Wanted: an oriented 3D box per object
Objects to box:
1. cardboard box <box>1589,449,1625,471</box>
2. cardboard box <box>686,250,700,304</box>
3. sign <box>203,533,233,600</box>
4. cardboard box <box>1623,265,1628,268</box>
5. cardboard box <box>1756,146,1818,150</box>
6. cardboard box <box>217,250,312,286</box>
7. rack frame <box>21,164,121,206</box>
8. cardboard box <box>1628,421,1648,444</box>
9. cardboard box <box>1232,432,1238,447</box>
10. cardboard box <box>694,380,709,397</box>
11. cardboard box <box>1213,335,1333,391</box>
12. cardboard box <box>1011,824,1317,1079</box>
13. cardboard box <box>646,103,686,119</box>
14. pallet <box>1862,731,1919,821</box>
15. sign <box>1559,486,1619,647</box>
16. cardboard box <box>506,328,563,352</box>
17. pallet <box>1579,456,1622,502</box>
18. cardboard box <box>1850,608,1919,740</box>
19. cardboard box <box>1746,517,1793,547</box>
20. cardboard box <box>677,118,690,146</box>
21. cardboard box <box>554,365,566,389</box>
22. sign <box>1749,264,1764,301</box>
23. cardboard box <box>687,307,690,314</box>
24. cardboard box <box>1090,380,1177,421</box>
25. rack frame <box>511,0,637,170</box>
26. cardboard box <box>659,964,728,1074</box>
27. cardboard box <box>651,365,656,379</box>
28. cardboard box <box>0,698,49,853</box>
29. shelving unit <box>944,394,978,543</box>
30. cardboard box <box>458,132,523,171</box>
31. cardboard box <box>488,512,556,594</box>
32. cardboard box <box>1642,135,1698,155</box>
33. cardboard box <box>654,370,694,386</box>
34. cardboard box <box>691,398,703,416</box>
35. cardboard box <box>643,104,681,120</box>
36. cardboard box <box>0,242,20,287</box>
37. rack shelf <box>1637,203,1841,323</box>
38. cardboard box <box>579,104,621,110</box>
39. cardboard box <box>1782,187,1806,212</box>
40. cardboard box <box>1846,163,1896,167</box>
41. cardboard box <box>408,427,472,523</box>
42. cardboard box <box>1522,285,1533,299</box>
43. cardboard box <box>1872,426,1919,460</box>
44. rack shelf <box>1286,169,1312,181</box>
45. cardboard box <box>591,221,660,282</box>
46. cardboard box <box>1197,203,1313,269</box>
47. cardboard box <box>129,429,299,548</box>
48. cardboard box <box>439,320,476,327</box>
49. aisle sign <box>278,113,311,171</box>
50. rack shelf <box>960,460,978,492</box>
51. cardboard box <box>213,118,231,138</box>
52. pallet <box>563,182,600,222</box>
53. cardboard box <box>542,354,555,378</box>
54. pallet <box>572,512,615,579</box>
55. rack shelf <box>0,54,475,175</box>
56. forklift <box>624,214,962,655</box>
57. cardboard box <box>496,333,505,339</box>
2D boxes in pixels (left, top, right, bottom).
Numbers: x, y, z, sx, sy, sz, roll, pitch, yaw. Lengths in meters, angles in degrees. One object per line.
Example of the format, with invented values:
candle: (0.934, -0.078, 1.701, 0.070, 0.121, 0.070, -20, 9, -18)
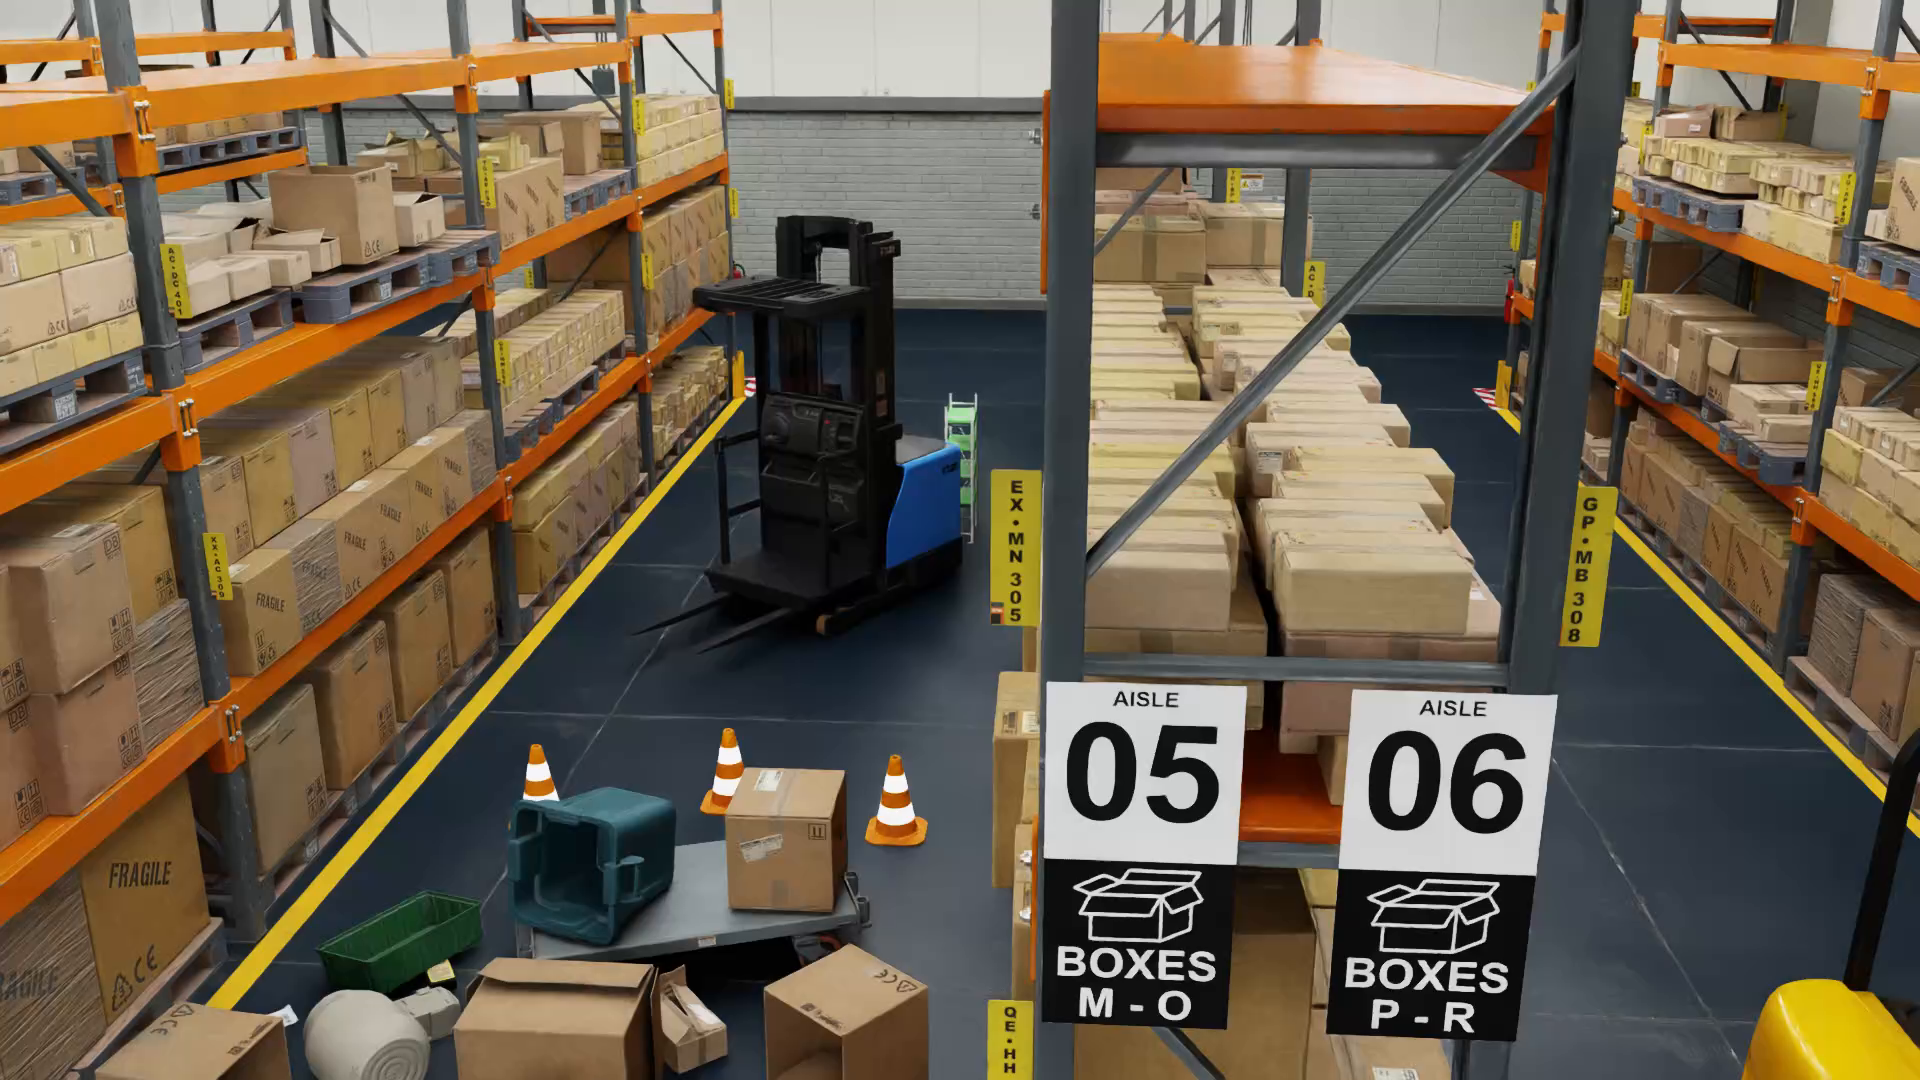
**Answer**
cardboard box: (6.222, -0.759, 15.827, 0.380, 0.149, 0.250, 1, 18, 2)
cardboard box: (-3.025, -2.737, 17.322, 0.500, 0.500, 0.500, 2, 18, 7)
sign: (-3.441, 0.124, 7.711, 0.100, 0.325, 0.005, 1, 18, 4)
cardboard box: (6.993, -2.899, 18.215, 0.500, 0.250, 0.500, 2, 18, 6)
cardboard box: (6.492, -3.014, 13.077, 0.380, 0.149, 0.250, 1, 18, 2)
cardboard box: (-3.635, -1.422, 8.696, 0.380, 0.149, 0.250, 1, 18, 4)
rack frame: (-8.361, -2.066, 15.911, 1.000, 3.000, 0.127, 1, 18, 4)
cardboard box: (6.184, -0.949, 14.802, 0.380, 0.149, 0.250, 2, 18, 7)
cardboard box: (1.080, -0.239, 5.282, 0.500, 0.250, 0.500, 2, 18, 5)
cardboard box: (-2.947, -1.659, 18.096, 0.380, 0.149, 0.250, 2, 18, 5)
cardboard box: (1.086, -0.618, 5.797, 0.380, 0.149, 0.250, 1, 18, 3)
cardboard box: (0.482, 1.055, 4.143, 0.700, 0.500, 0.500, 1, 18, 3)
cardboard box: (-2.997, -4.360, 16.892, 0.380, 0.149, 0.250, 1, 18, 2)
pallet: (6.000, 1.465, 9.613, 1.003, 0.211, 1.213, 1, 18, 4)
sign: (1.205, 0.054, 3.221, 0.100, 0.325, 0.005, 1, 18, 4)
cardboard box: (-3.389, -1.592, 13.237, 0.380, 0.149, 0.250, 2, 18, 6)
pallet: (6.525, -0.623, 15.986, 1.003, 0.211, 1.213, 1, 18, 4)
cardboard box: (6.091, 0.833, 10.204, 0.875, 0.625, 0.625, 2, 18, 6)
cardboard box: (5.959, -0.057, 12.078, 0.380, 0.149, 0.250, 0, 18, 1)
cardboard box: (-3.036, -4.135, 16.845, 0.500, 0.250, 0.500, 0, 18, 2)
cardboard box: (-3.381, -1.308, 13.326, 0.380, 0.149, 0.250, 2, 18, 5)
sign: (7.029, -2.274, 14.686, 0.100, 0.325, 0.005, 1, 18, 4)
cardboard box: (-3.059, -2.458, 17.511, 0.380, 0.149, 0.250, 2, 18, 5)
cardboard box: (0.469, -0.391, 5.106, 0.380, 0.149, 0.250, 2, 18, 5)
rack frame: (-3.421, -4.775, 14.543, 1.000, 3.000, 0.127, 1, 18, 4)
cardboard box: (-1.249, 2.144, 7.452, 0.258, 0.266, 0.396, -13, 22, -34)
cardboard box: (-3.521, -1.810, 18.078, 0.380, 0.149, 0.250, 2, 18, 6)
cardboard box: (-4.182, 0.941, 6.494, 0.875, 0.550, 0.550, 1, 18, 4)
shelving unit: (0.012, -0.622, 14.393, 0.258, 1.200, 0.503, 1, 18, 4)
cardboard box: (-3.367, -2.798, 11.937, 0.396, 0.266, 0.258, 1, 18, 4)
cardboard box: (-3.403, 0.093, 12.662, 0.500, 0.500, 0.500, 1, 18, 2)
cardboard box: (6.016, -3.347, 14.092, 0.380, 0.149, 0.250, 2, 18, 6)
cardboard box: (-3.062, -1.720, 17.805, 0.380, 0.149, 0.250, 1, 18, 2)
cardboard box: (-2.986, -1.438, 17.900, 0.380, 0.149, 0.250, 2, 18, 5)
cardboard box: (-3.011, -4.279, 16.644, 0.380, 0.149, 0.250, 1, 18, 2)
cardboard box: (-3.758, -1.016, 6.178, 0.380, 0.149, 0.250, 2, 18, 5)
rack shelf: (6.331, -2.197, 12.650, 1.077, 0.370, 4.000, 1, 18, 4)
cardboard box: (-3.607, -4.290, 16.677, 0.380, 0.149, 0.250, 1, 18, 3)
cardboard box: (6.030, -2.391, 11.686, 0.380, 0.149, 0.250, 1, 18, 4)
cardboard box: (6.554, -2.603, 11.855, 0.380, 0.149, 0.250, 1, 18, 4)
cardboard box: (-3.509, -0.428, 10.752, 0.500, 0.500, 0.500, 1, 18, 4)
cardboard box: (6.464, -2.762, 18.438, 0.380, 0.149, 0.250, 1, 18, 3)
cardboard box: (5.861, -0.593, 10.212, 0.380, 0.149, 0.250, 2, 18, 5)
rack shelf: (1.093, -2.300, 8.789, 1.077, 0.370, 4.000, 1, 18, 4)
cardboard box: (-3.146, -2.722, 15.670, 0.500, 0.500, 0.500, 2, 18, 5)
cardboard box: (1.417, -1.479, 8.065, 0.500, 0.250, 0.500, 1, 18, 3)
cardboard box: (-3.930, -0.276, 8.682, 0.700, 0.500, 0.500, 1, 18, 3)
cardboard box: (-4.015, -1.689, 13.534, 0.380, 0.149, 0.250, 2, 18, 6)
aisle sign: (-7.770, -4.559, 19.345, 0.394, 0.787, 0.004, 1, 18, 4)
rack shelf: (0.012, -0.561, 14.413, 0.258, 0.148, 0.480, 1, 18, 4)
cardboard box: (-8.207, -4.532, 17.623, 0.700, 0.500, 0.500, 0, 18, 0)
pallet: (-3.643, -2.748, 13.478, 1.213, 0.211, 1.003, 1, 18, 4)
cardboard box: (-3.403, -1.372, 13.043, 0.380, 0.149, 0.250, 1, 18, 4)
pallet: (-3.560, 0.023, 14.014, 1.003, 0.211, 1.213, 1, 18, 4)
rack shelf: (-3.851, -2.379, 9.030, 1.077, 0.370, 4.000, 1, 18, 4)
forklift: (-1.233, -0.850, 12.310, 1.130, 2.935, 3.031, 12, 22, 33)
cardboard box: (-3.997, -1.626, 13.818, 0.380, 0.149, 0.250, 1, 18, 3)
